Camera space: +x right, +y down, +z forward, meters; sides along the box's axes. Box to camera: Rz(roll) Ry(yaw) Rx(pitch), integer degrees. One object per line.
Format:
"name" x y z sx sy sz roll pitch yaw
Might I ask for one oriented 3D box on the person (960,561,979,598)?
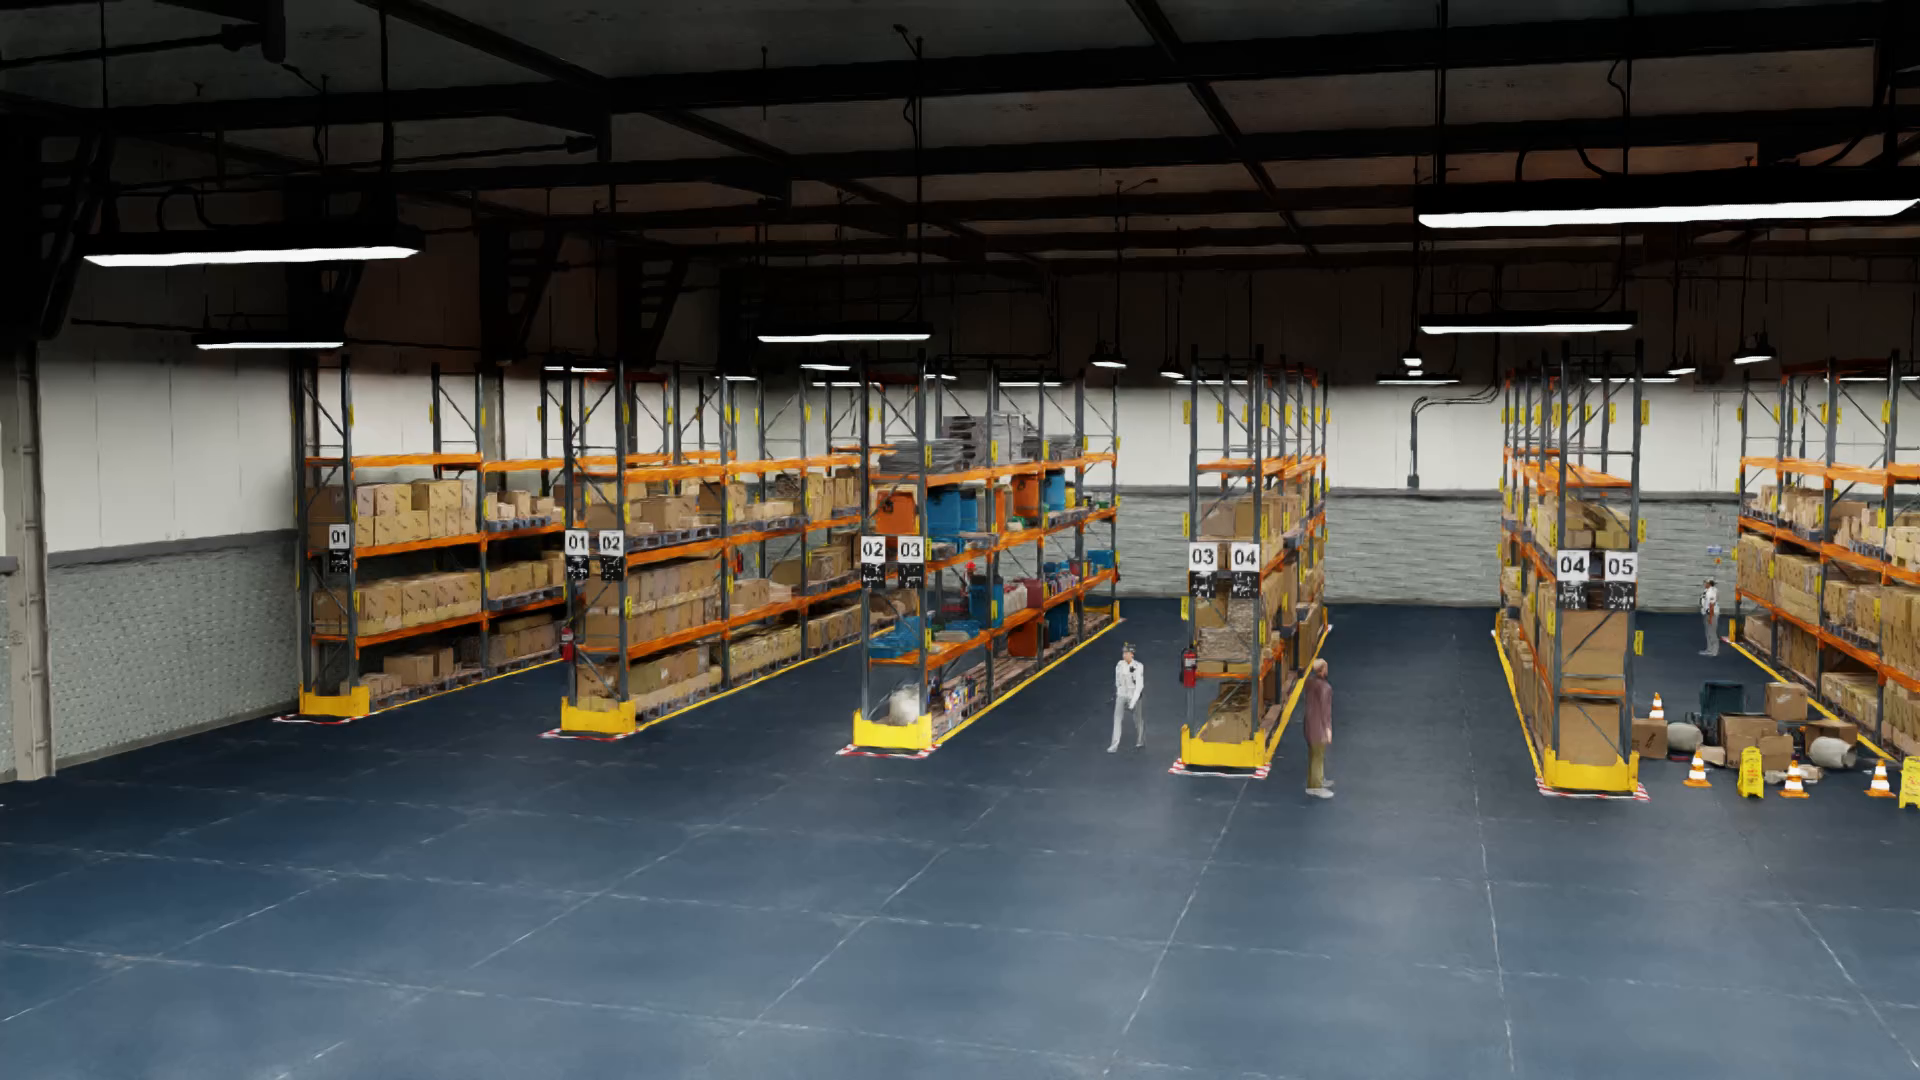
"person" 0.251 1.318 37.556 0.553 1.709 1.123 1 5 18

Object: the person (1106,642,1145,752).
"person" 2.518 2.326 24.747 0.481 1.609 0.989 2 5 24

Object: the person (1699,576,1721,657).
"person" 15.586 1.573 34.561 0.404 1.663 0.603 2 5 22

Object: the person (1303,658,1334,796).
"person" 4.786 2.444 21.992 0.520 1.790 0.656 -1 4 -13
